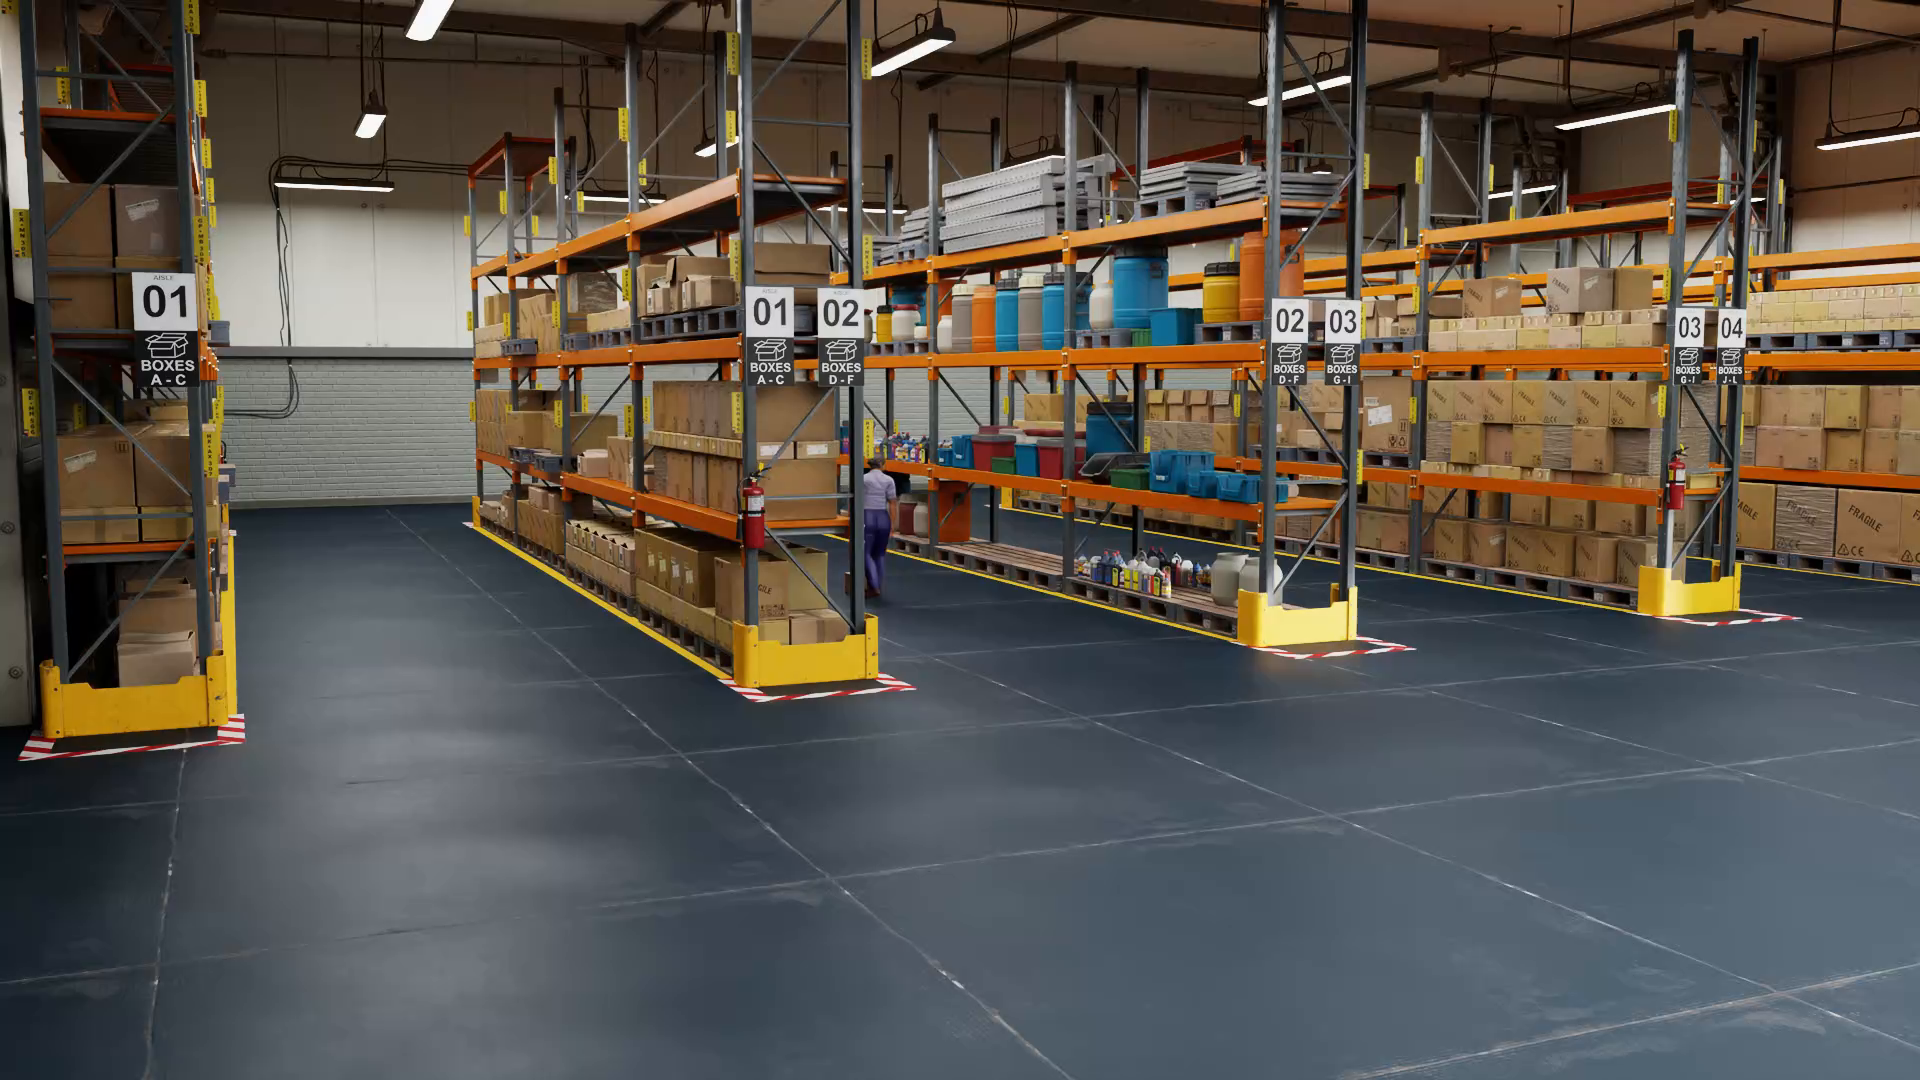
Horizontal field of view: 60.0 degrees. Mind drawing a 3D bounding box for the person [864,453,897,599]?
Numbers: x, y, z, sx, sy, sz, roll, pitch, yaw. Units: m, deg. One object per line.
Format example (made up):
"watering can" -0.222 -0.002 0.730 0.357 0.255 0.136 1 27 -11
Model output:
"person" -0.984 -0.160 18.624 0.509 1.630 0.740 -3 6 -30
